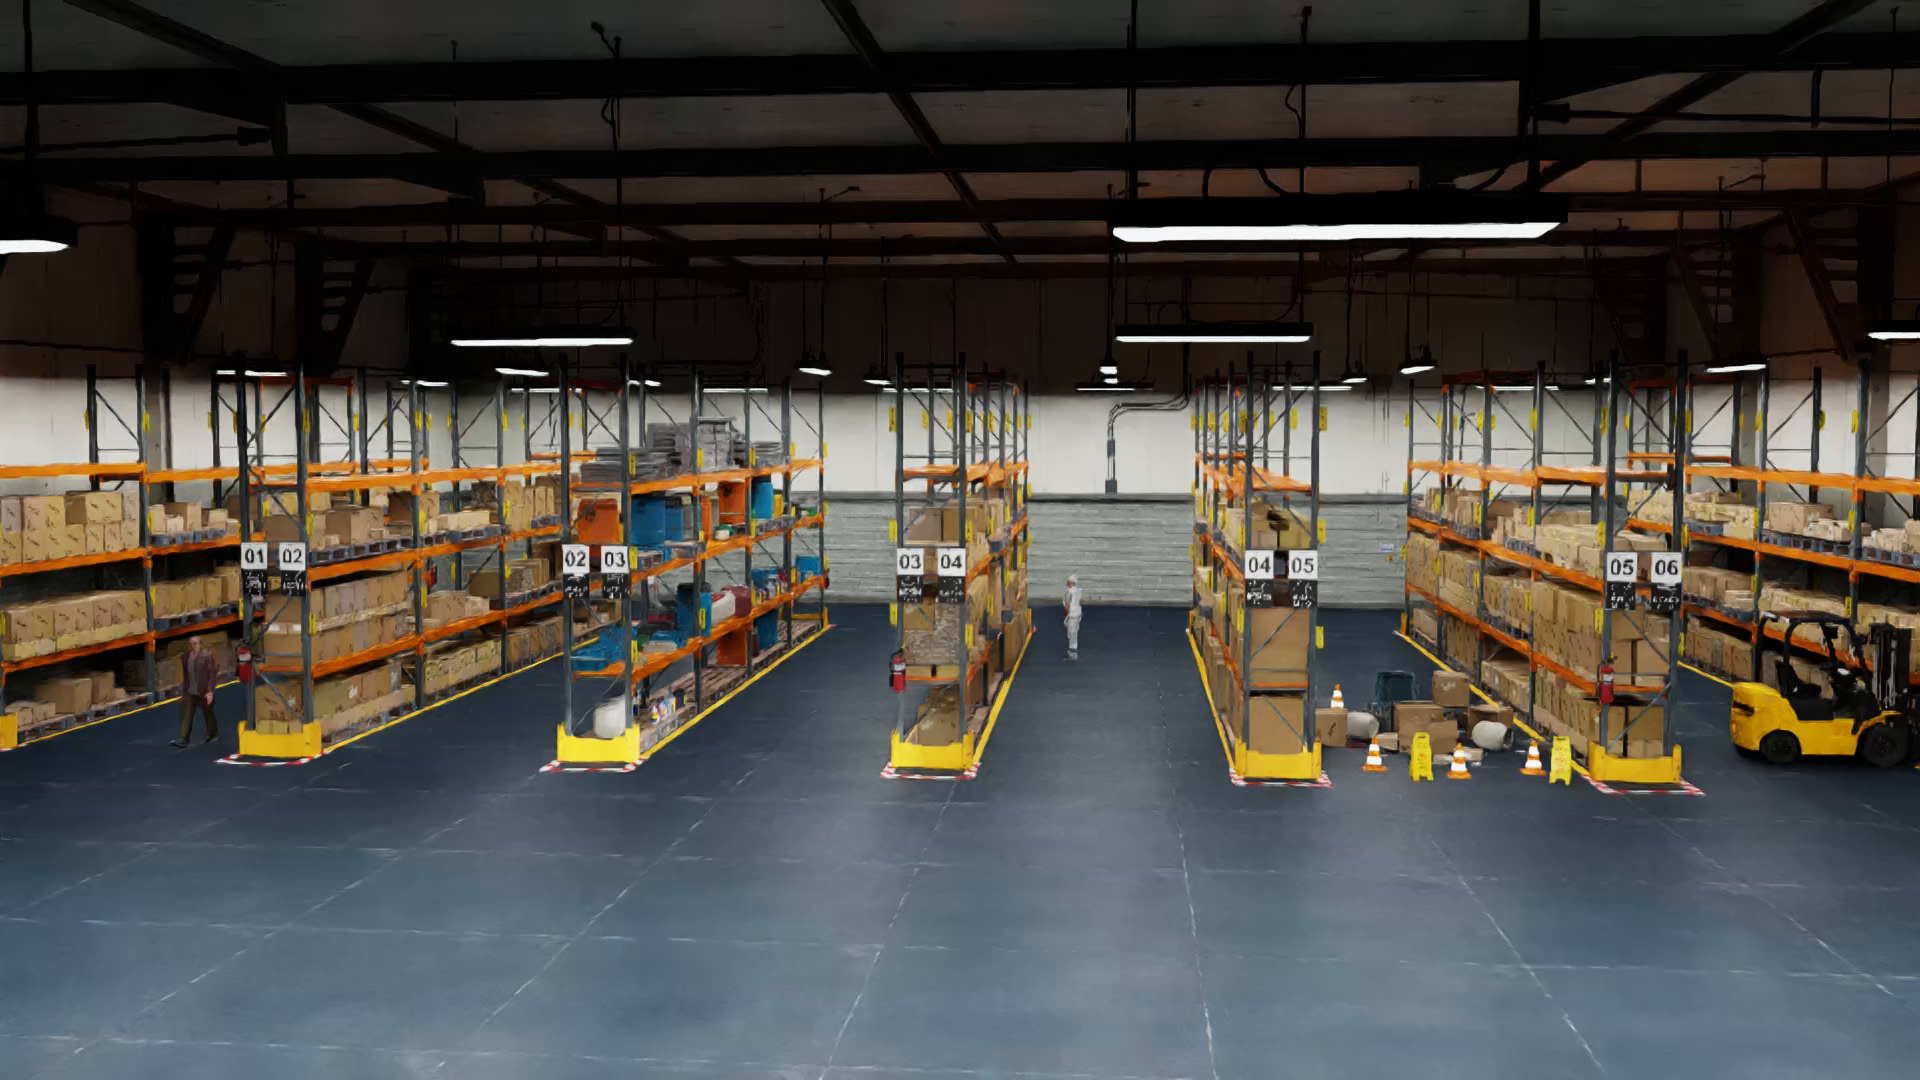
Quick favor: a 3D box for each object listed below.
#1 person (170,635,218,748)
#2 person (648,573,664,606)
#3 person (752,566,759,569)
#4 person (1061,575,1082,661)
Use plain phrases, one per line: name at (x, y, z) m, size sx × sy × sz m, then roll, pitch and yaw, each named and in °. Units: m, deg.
person at (-11.721, 2.309, 25.537) m, size 0.598 × 1.710 × 1.134 m, roll 0°, pitch 4°, yaw -1°
person at (-7.716, 1.104, 42.308) m, size 0.464 × 1.763 × 0.682 m, roll -2°, pitch 5°, yaw -27°
person at (-4.732, 1.423, 38.746) m, size 0.507 × 1.639 × 0.915 m, roll 2°, pitch 4°, yaw 22°
person at (2.307, 1.615, 34.890) m, size 0.489 × 1.787 × 0.608 m, roll 3°, pitch 5°, yaw 35°
